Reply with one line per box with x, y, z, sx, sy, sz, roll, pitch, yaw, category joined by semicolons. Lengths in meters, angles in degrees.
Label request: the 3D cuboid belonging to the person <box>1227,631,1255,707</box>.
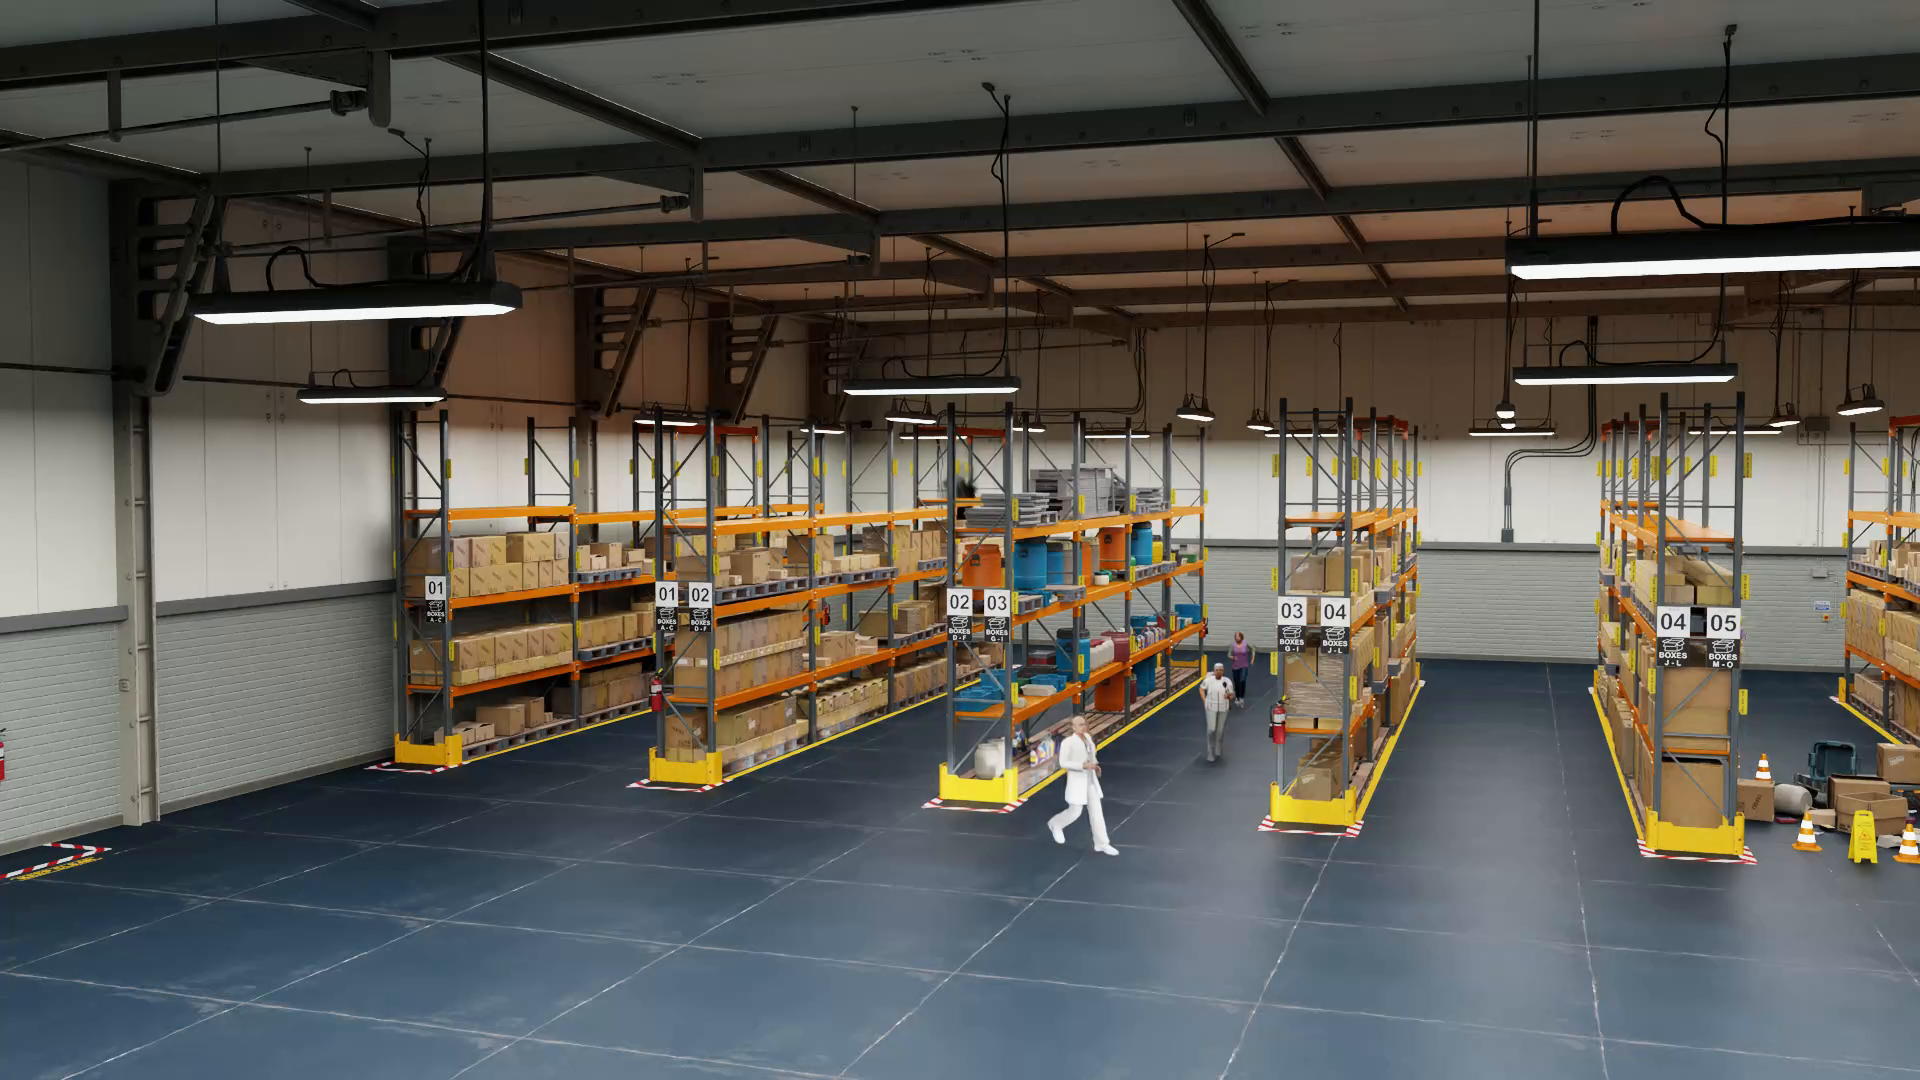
5.897;2.702;34.922;0.548;1.577;0.808;1;3;17;person

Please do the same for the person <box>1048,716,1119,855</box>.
1.603;3.161;21.628;0.727;1.736;1.154;-2;3;-39;person

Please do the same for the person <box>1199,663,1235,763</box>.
4.421;2.962;28.541;0.582;1.720;0.738;0;2;1;person
